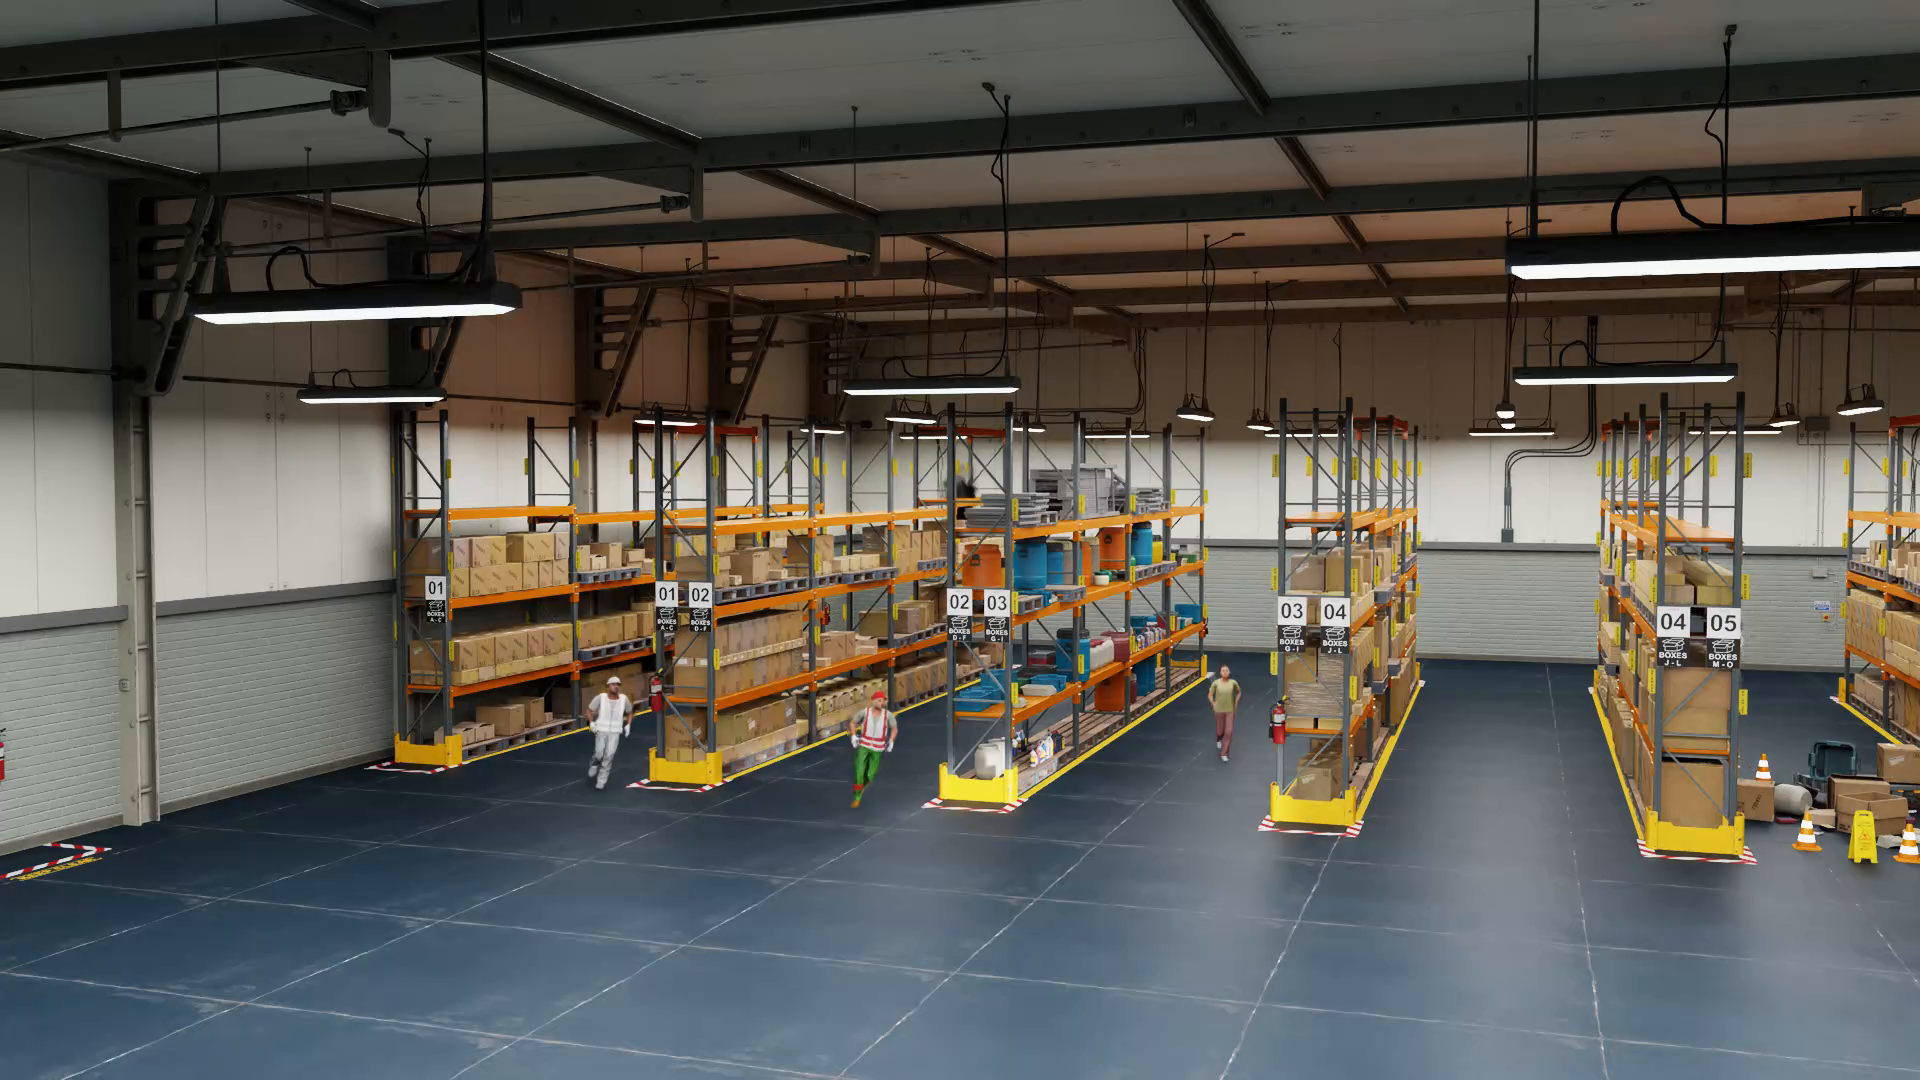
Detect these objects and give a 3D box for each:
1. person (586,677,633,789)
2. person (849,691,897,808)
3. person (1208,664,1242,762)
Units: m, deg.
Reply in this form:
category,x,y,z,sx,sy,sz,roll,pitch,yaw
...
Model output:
category,x,y,z,sx,sy,sz,roll,pitch,yaw
person,-5.510,3.018,26.226,0.736,1.718,0.742,-1,3,-19
person,-1.295,3.099,24.856,0.720,1.722,0.692,0,2,-5
person,4.569,2.962,28.647,0.579,1.641,0.671,0,2,4
